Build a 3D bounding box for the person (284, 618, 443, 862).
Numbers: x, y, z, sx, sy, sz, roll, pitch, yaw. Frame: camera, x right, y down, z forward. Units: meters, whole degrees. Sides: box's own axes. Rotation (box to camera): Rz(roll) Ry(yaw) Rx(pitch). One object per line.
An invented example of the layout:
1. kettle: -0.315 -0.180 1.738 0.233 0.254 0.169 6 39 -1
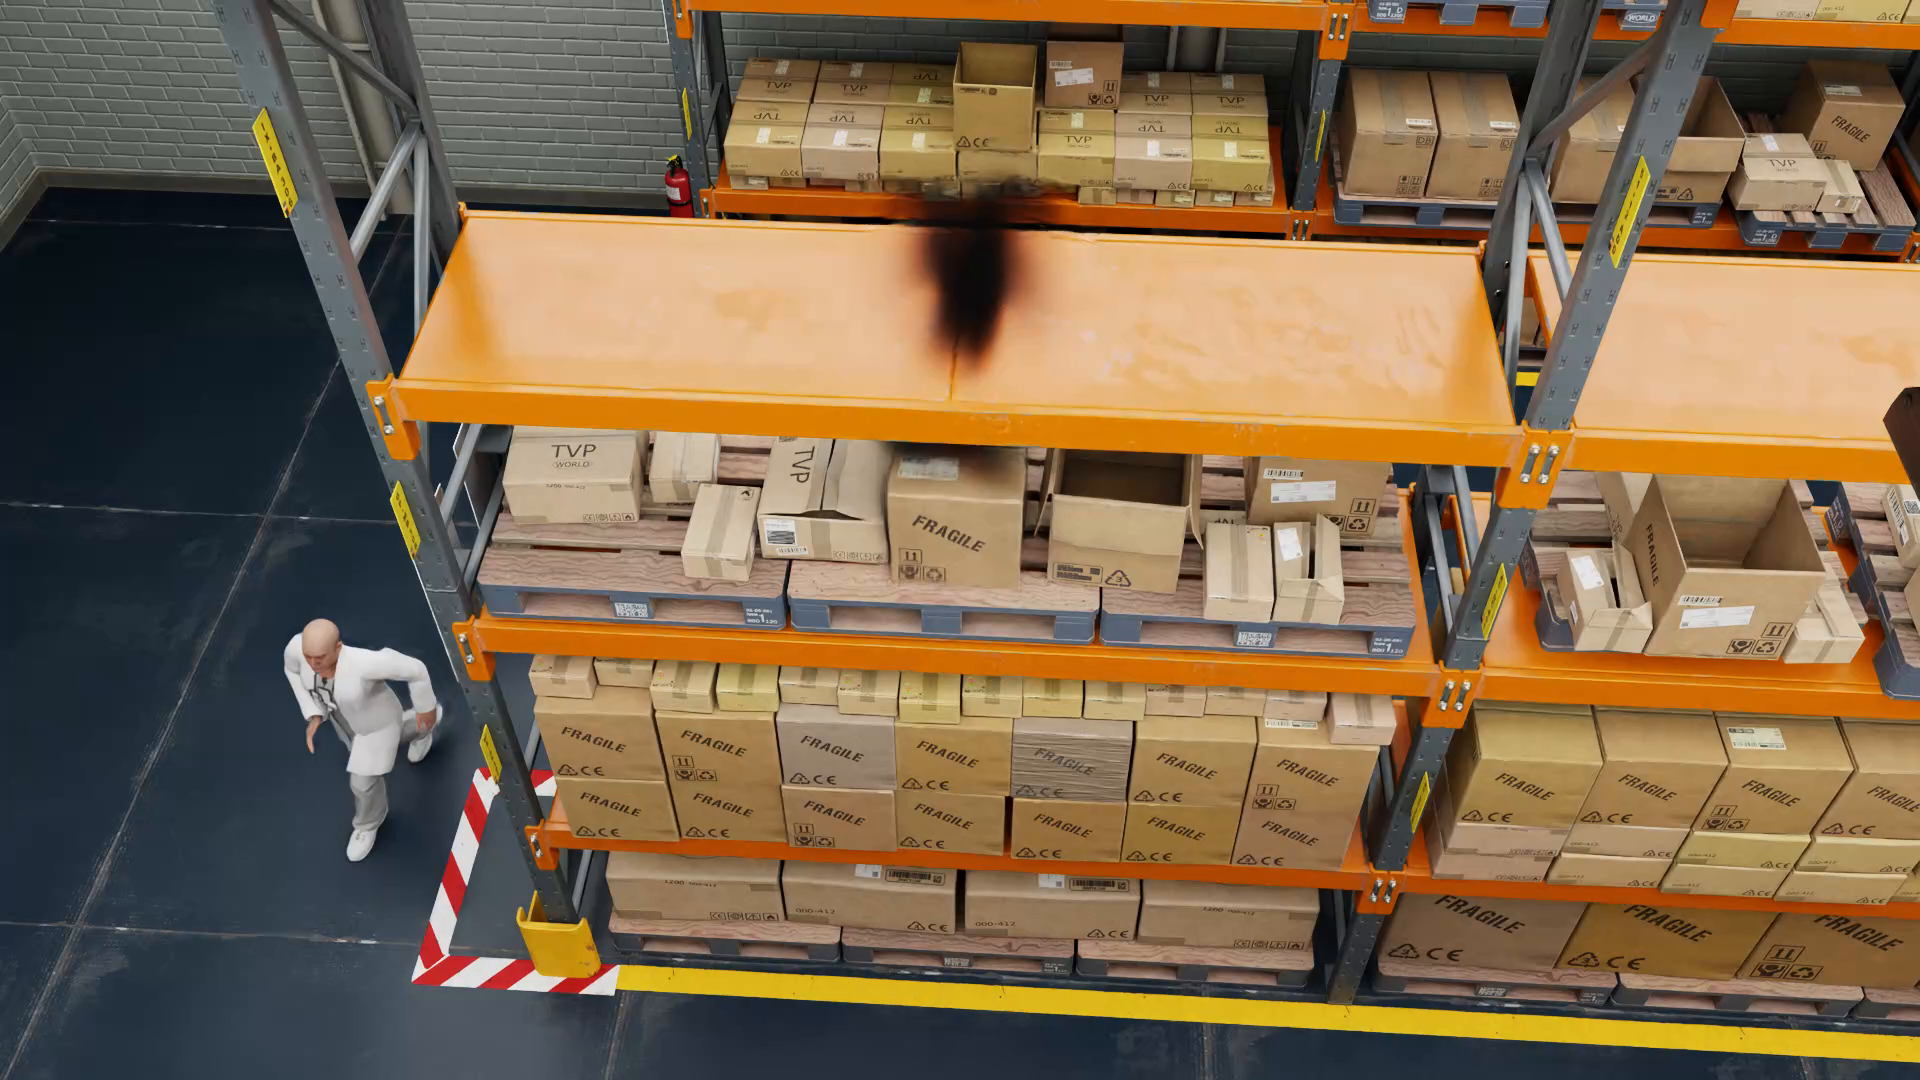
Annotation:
1. person: -3.075 0.890 8.757 0.700 1.764 0.959 20 51 17
